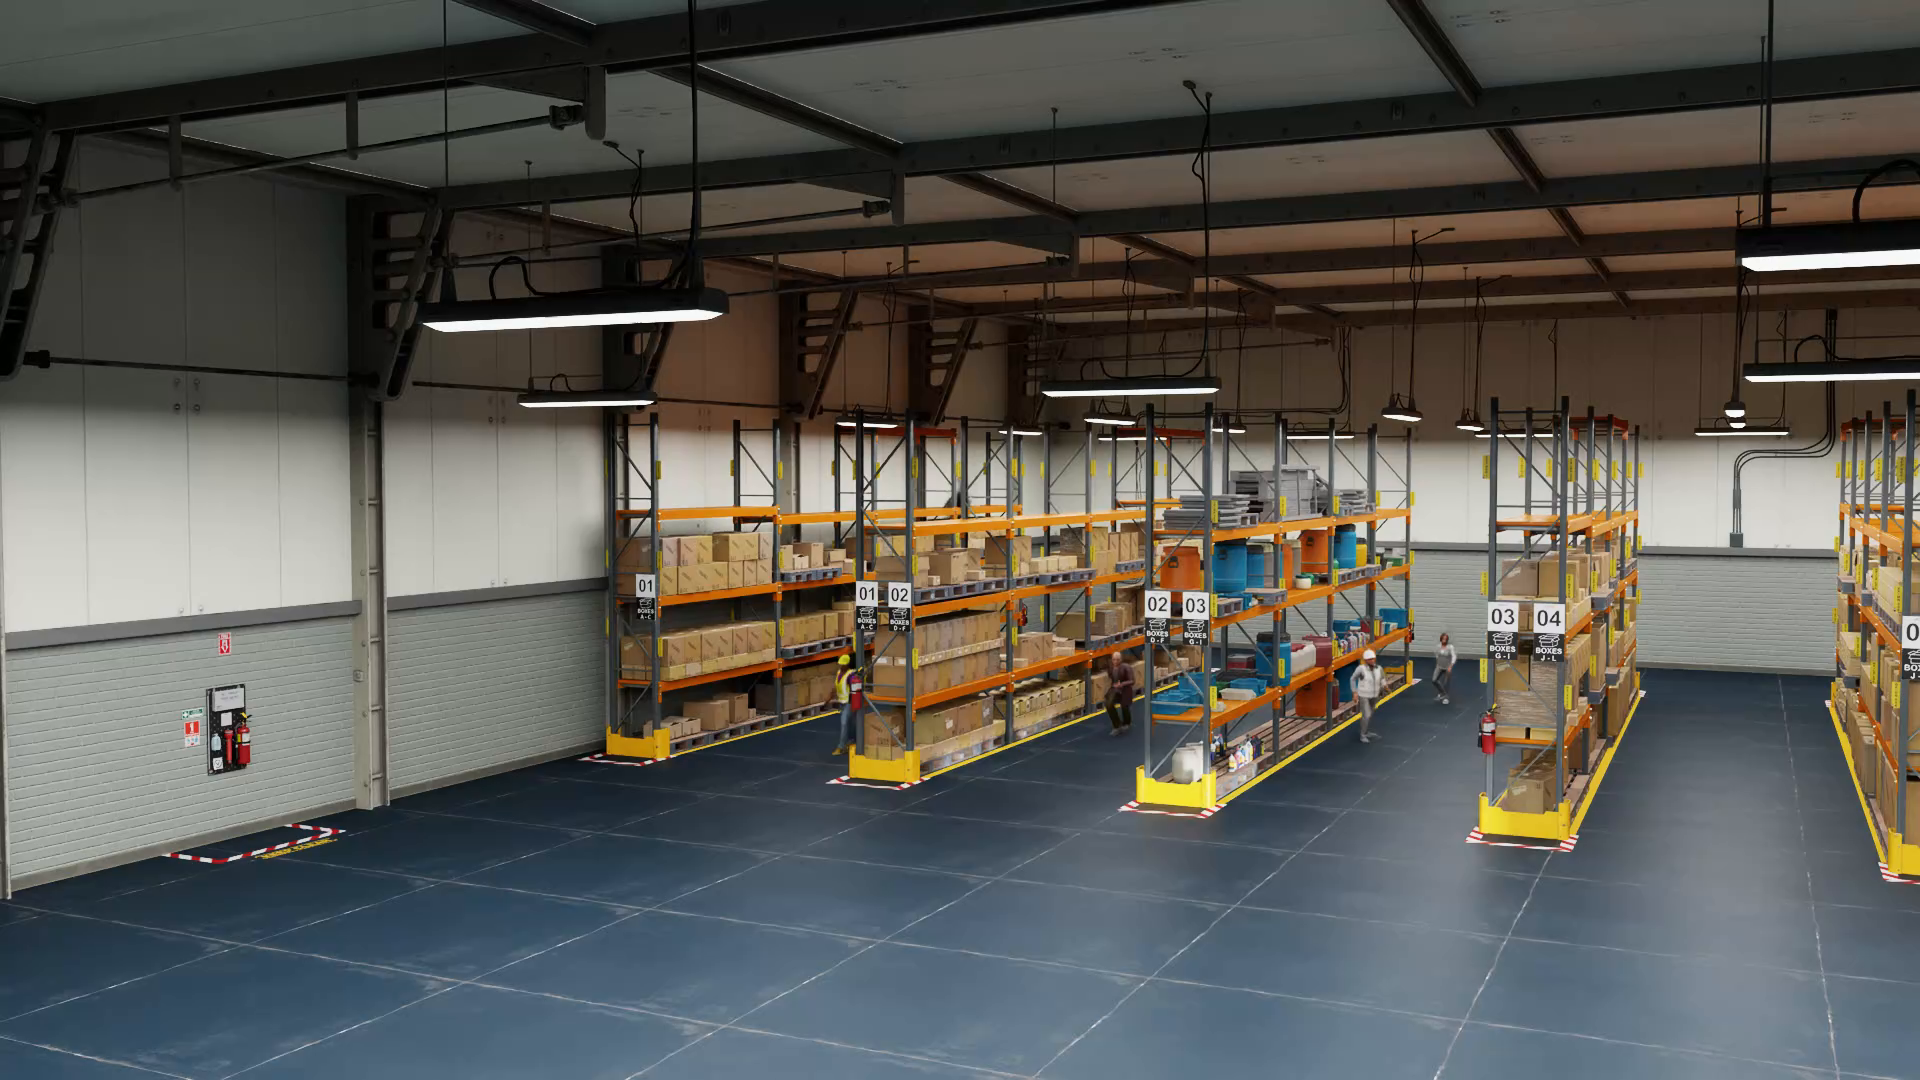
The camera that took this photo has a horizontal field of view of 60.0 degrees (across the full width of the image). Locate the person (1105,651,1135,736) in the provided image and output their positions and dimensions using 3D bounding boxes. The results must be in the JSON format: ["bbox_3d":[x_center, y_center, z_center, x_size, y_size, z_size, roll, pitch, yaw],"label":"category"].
[{"bbox_3d":[3.049,2.860,31.330,0.724,1.596,1.189,1,3,28],"label":"person"}]

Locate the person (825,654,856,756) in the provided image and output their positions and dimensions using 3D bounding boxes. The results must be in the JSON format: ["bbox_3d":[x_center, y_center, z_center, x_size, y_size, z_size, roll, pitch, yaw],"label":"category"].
[{"bbox_3d":[-2.064,2.892,29.470,0.767,1.759,0.767,-2,3,-35],"label":"person"}]

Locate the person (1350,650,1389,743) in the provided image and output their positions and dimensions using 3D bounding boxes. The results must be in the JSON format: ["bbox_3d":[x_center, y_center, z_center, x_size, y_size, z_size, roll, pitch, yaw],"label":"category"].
[{"bbox_3d":[7.570,2.865,30.669,0.714,1.717,0.830,-1,3,-27],"label":"person"}]

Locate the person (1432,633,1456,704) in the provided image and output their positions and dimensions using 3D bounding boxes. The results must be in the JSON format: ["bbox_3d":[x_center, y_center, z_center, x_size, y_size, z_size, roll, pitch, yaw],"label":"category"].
[{"bbox_3d":[10.318,2.740,35.392,0.552,1.549,0.657,2,3,37],"label":"person"}]
